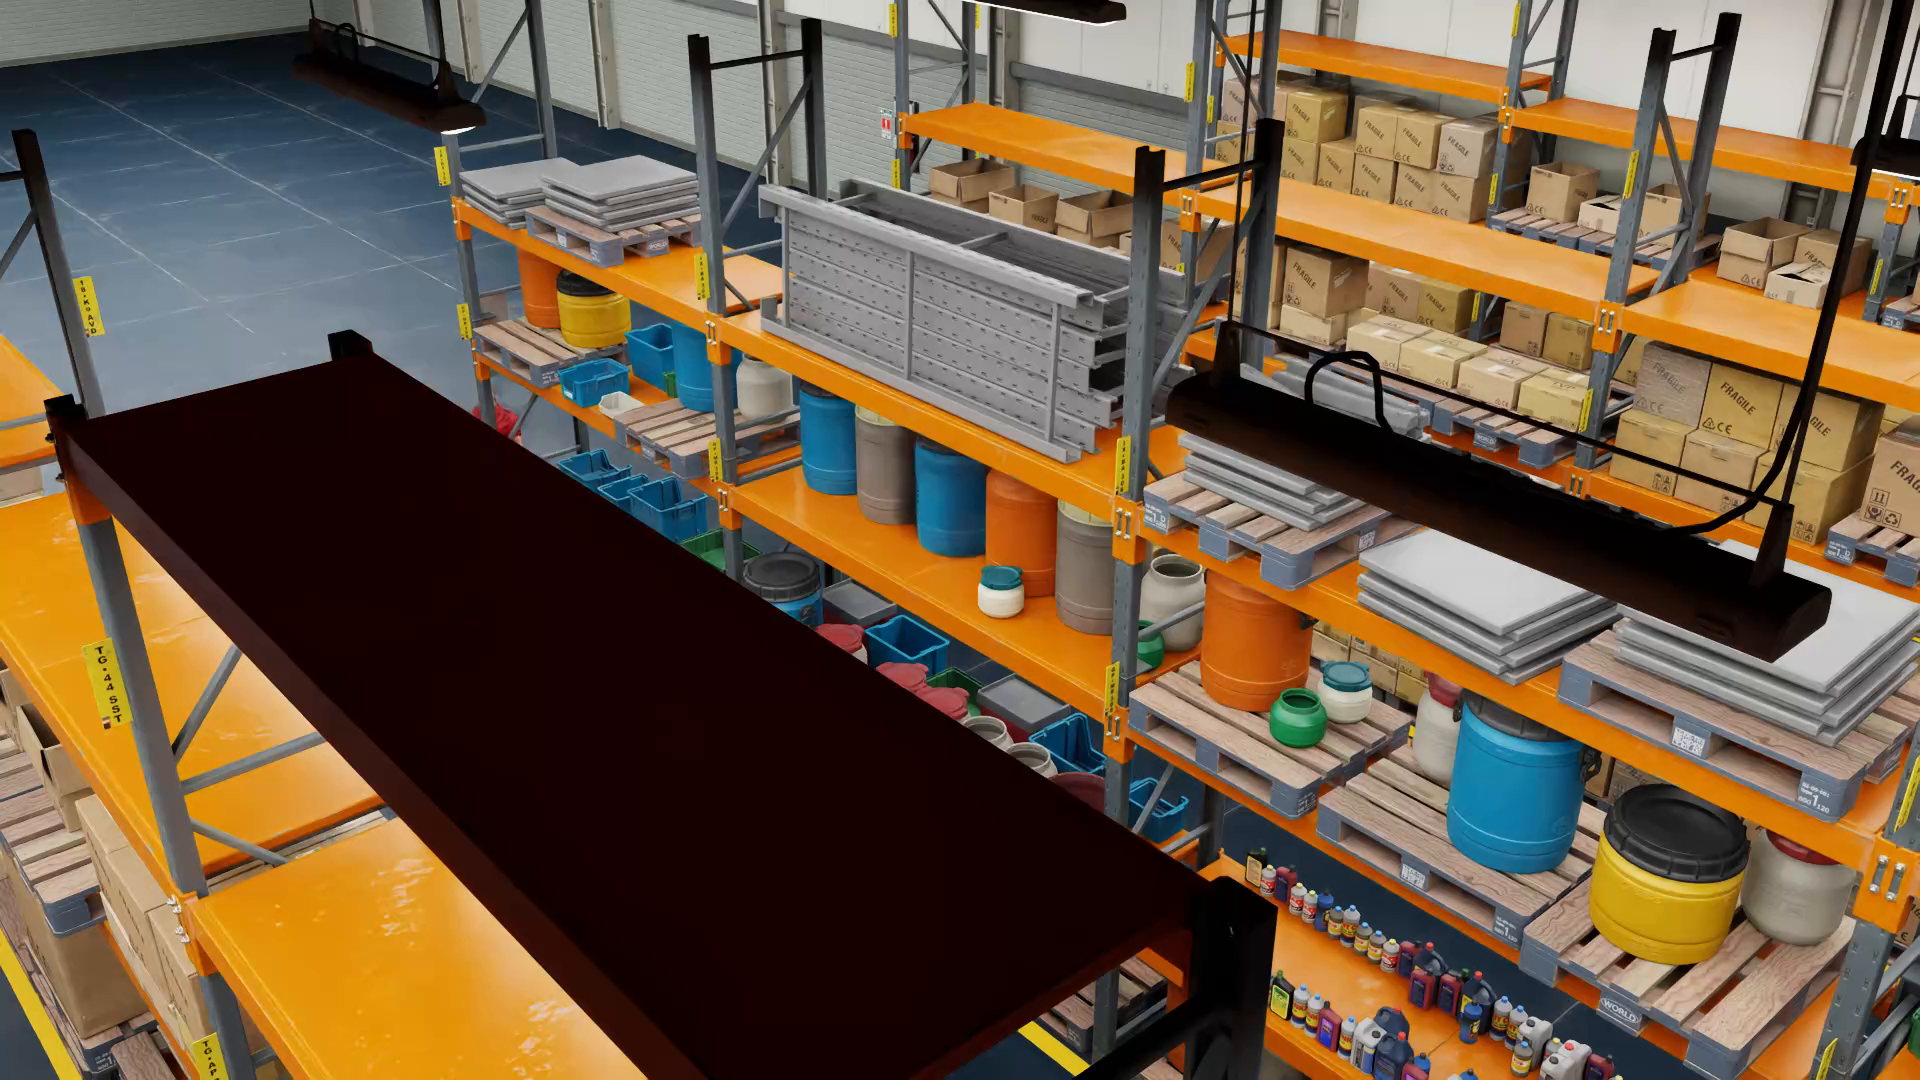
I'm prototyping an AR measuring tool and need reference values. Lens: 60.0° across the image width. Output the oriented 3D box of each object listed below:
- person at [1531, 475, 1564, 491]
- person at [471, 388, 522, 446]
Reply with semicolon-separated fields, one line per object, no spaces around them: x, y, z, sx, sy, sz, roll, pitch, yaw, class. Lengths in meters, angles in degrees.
5.463;0.160;15.355;0.611;1.751;0.633;22;34;36;person
-4.817;-0.829;17.310;0.625;1.665;1.021;6;28;12;person
